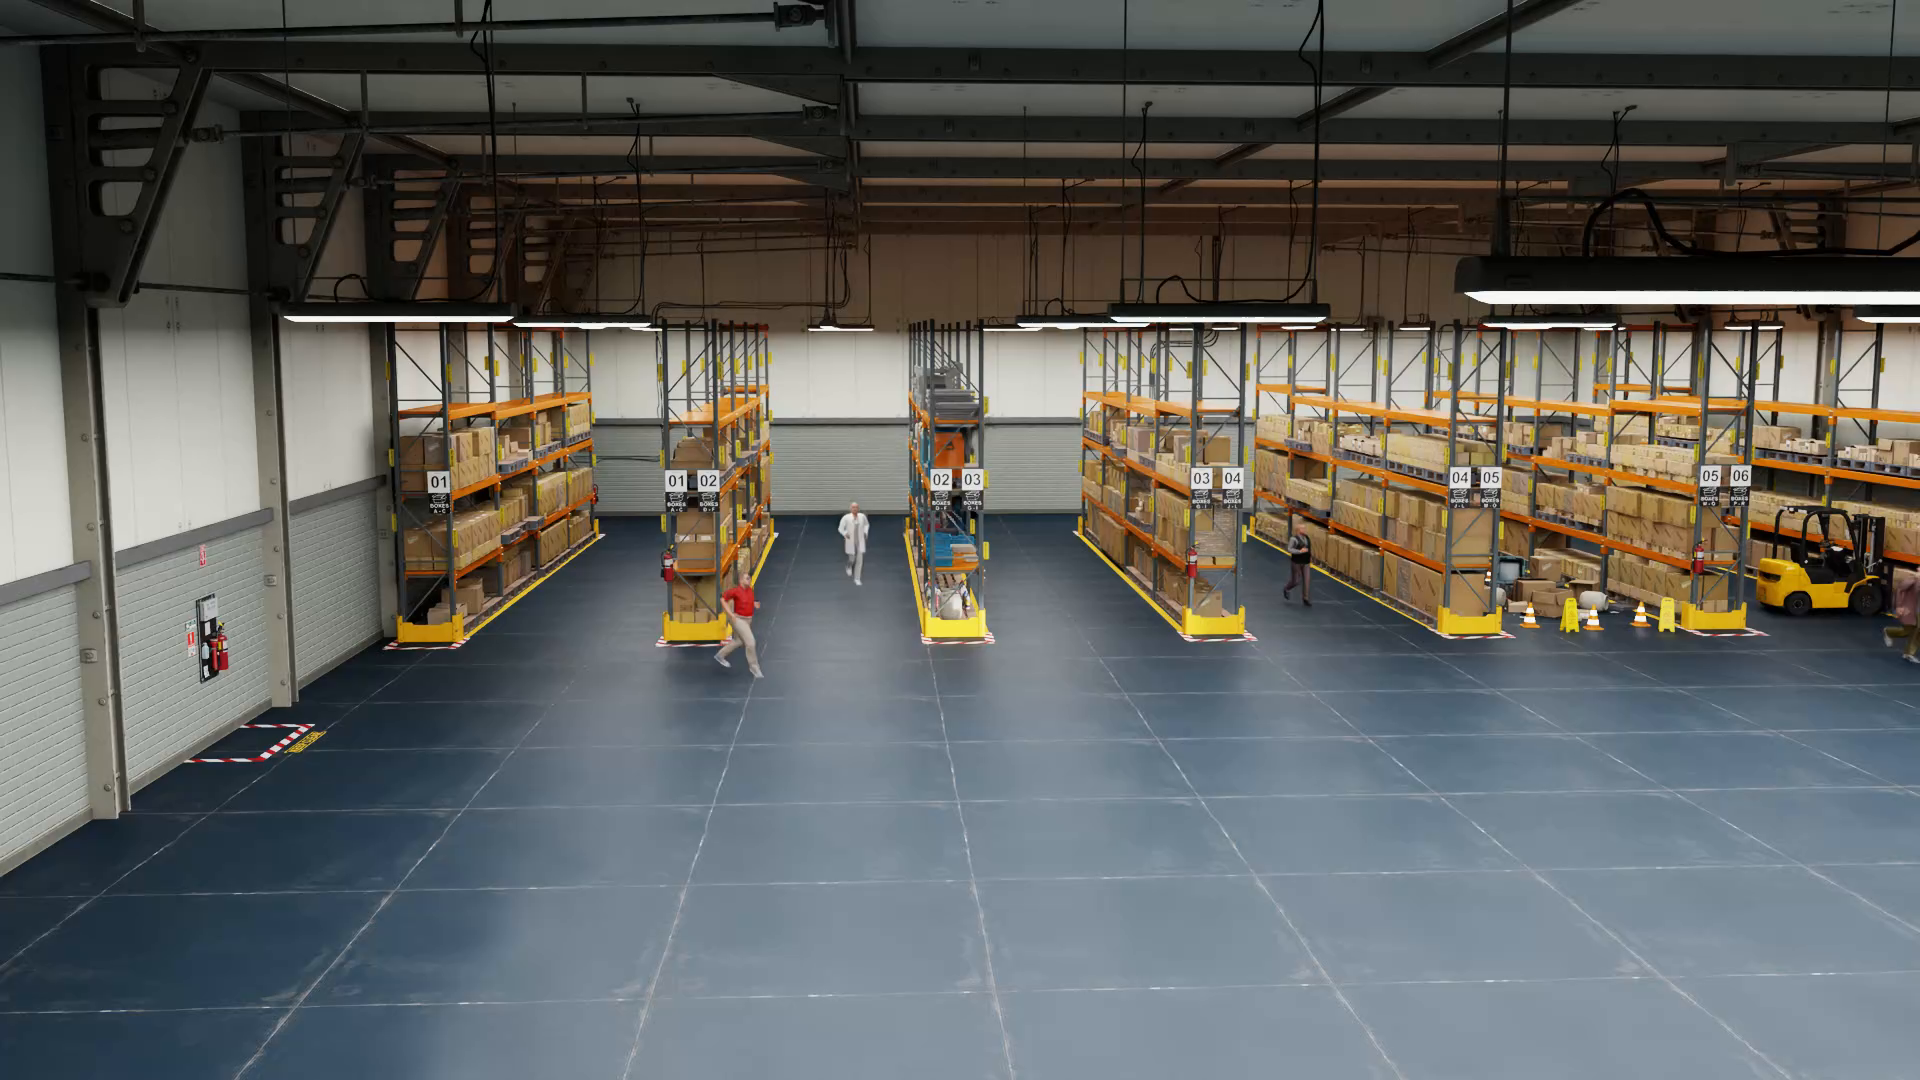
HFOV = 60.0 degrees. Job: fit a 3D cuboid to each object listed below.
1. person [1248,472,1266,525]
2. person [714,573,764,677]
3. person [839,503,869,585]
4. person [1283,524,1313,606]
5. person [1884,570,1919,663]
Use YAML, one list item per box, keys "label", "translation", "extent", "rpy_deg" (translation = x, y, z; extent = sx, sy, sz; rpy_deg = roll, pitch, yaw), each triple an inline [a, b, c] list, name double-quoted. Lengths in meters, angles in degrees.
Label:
- label: "person"
  translation: [9.024, -1.297, 50.181]
  extent: [0.727, 1.757, 0.595]
  rpy_deg: [-4, 8, -31]
- label: "person"
  translation: [-3.720, 1.435, 28.087]
  extent: [1.005, 1.799, 0.626]
  rpy_deg: [2, 7, 18]
- label: "person"
  translation: [-2.306, 0.064, 36.469]
  extent: [0.712, 1.778, 0.918]
  rpy_deg: [-2, 7, -16]
- label: "person"
  translation: [7.206, 0.501, 35.284]
  extent: [0.675, 1.709, 0.907]
  rpy_deg: [-3, 8, -23]
- label: "person"
  translation: [16.781, 1.270, 29.437]
  extent: [0.711, 1.724, 0.873]
  rpy_deg: [-3, 8, -20]
